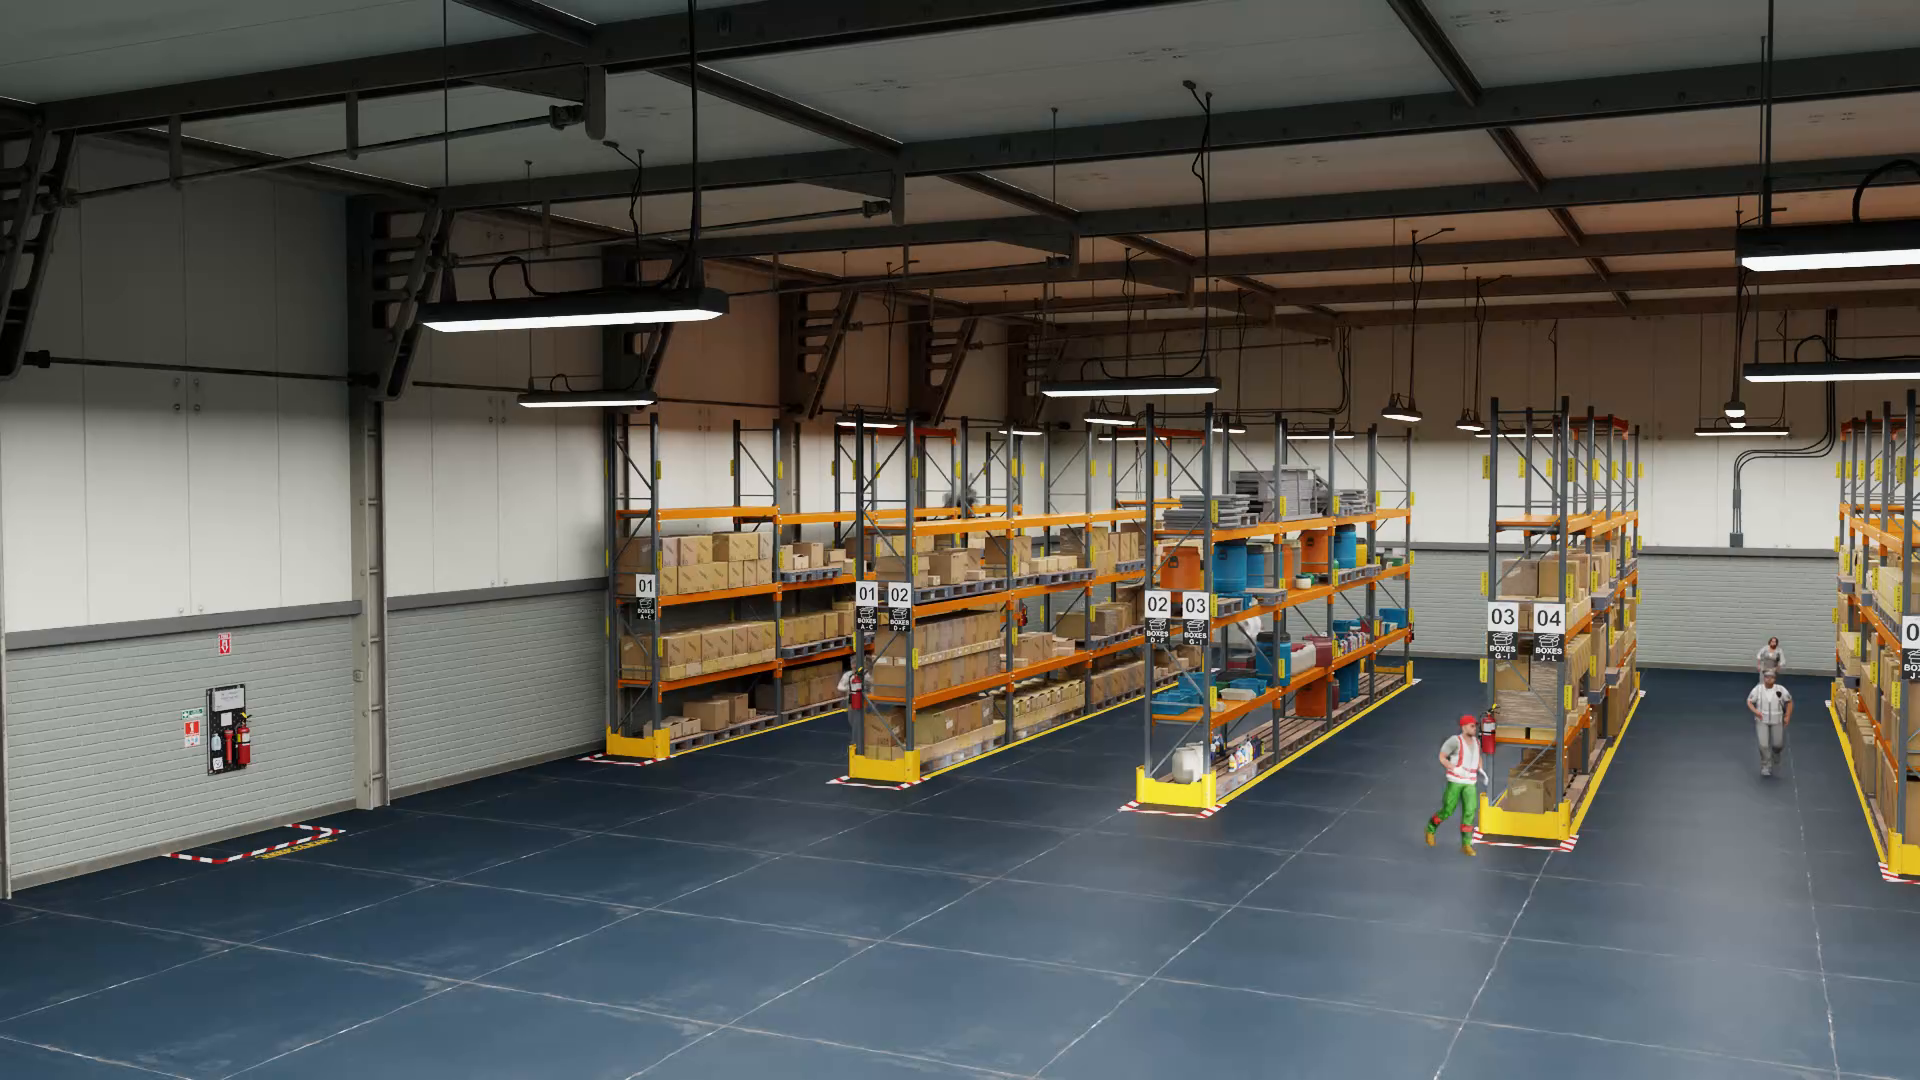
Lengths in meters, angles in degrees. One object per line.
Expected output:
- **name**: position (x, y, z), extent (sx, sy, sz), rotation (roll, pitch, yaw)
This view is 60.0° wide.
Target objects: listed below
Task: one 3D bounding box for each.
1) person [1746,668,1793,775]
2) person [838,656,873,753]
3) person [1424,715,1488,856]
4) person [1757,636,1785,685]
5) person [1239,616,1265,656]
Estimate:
- **person**: position (13.353, 2.985, 27.459), extent (0.672, 1.752, 0.601), rotation (1, 3, 23)
- **person**: position (-1.849, 2.887, 29.556), extent (0.644, 1.685, 0.907), rotation (1, 2, 13)
- **person**: position (6.606, 3.175, 21.775), extent (0.724, 1.752, 0.943), rotation (-1, 3, -18)
- **person**: position (17.022, 2.780, 34.914), extent (0.556, 1.526, 0.583), rotation (1, 3, 31)
- **person**: position (7.254, 2.424, 41.004), extent (0.742, 1.735, 0.583), rotation (-1, 3, -29)
